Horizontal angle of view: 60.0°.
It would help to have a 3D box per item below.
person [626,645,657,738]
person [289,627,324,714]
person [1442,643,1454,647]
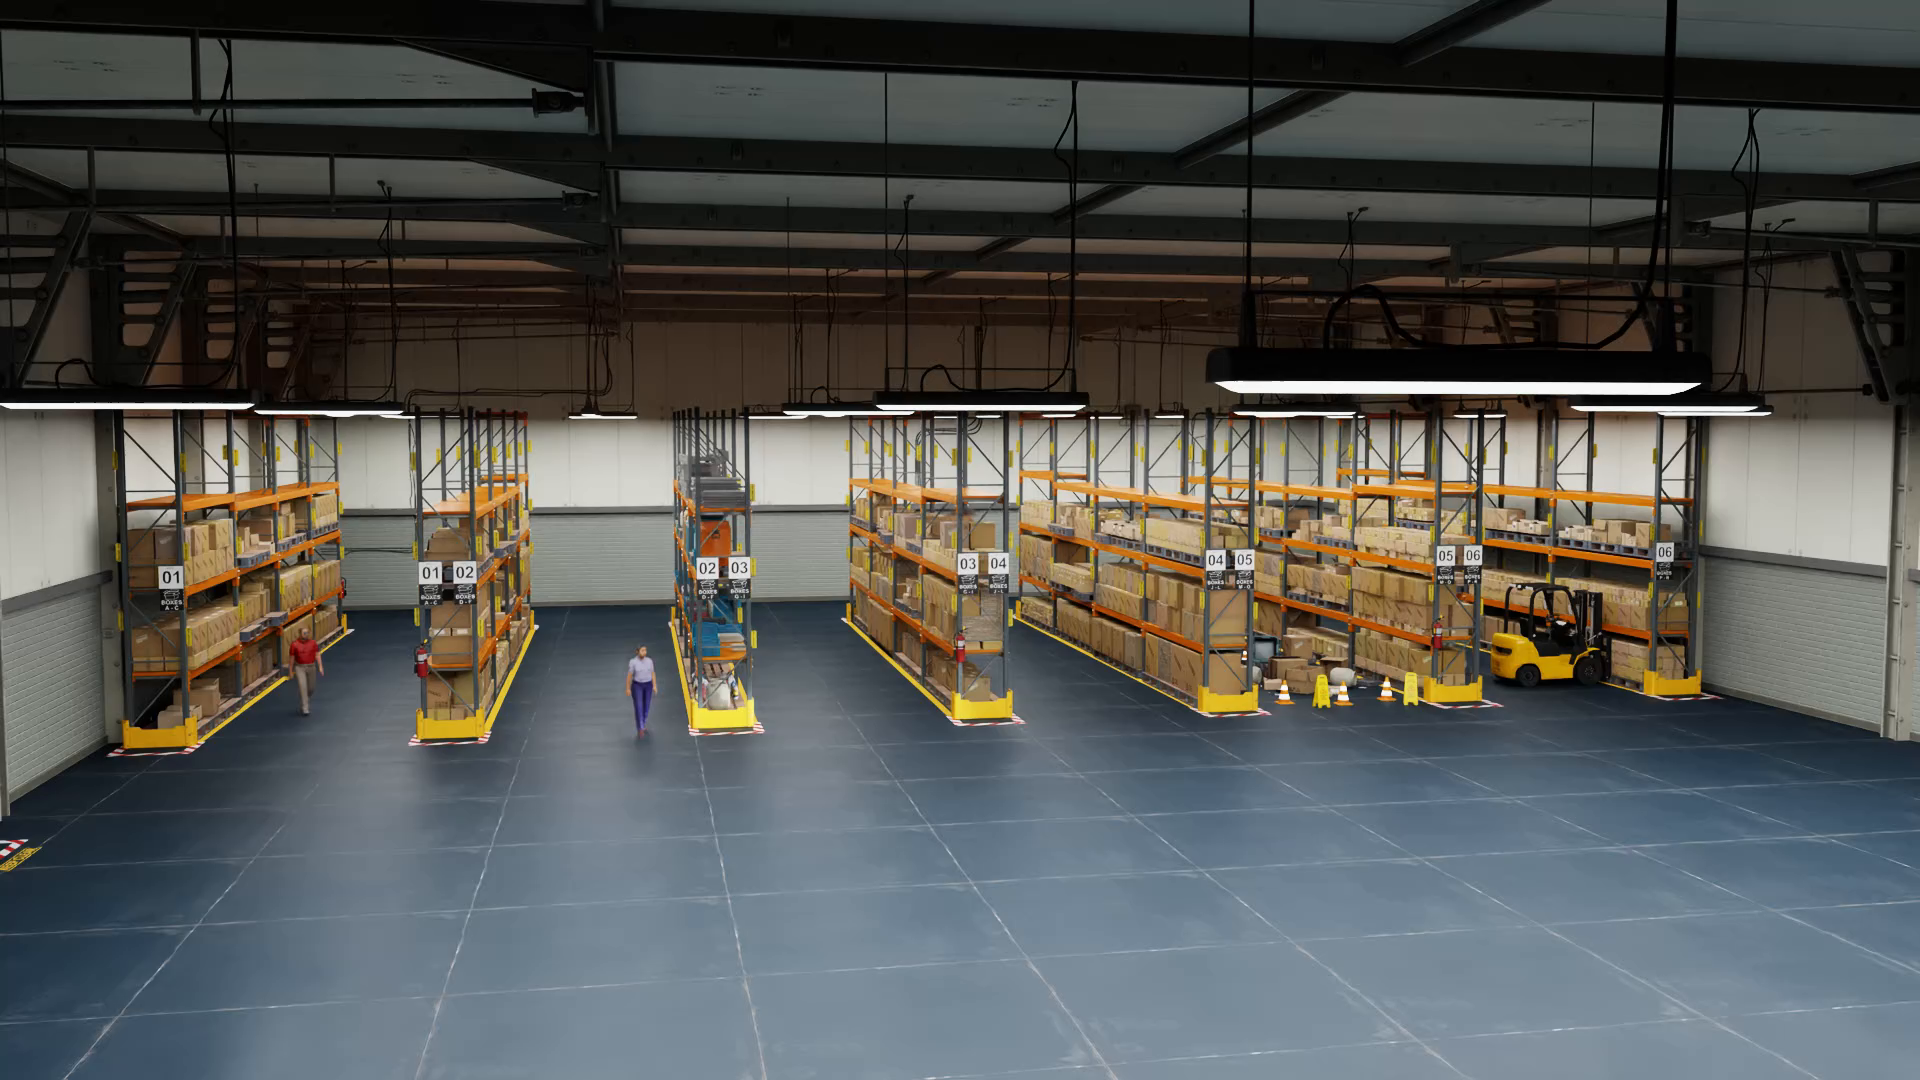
[{"bbox_3d":[-5.820,2.739,30.508,0.534,1.637,0.782,-3,5,-39],"label":"person"},{"bbox_3d":[-12.866,2.544,32.723,0.626,1.678,0.993,-3,5,-34],"label":"person"},{"bbox_3d":[11.362,2.141,38.433,0.469,1.661,0.525,-2,4,-24],"label":"person"}]
